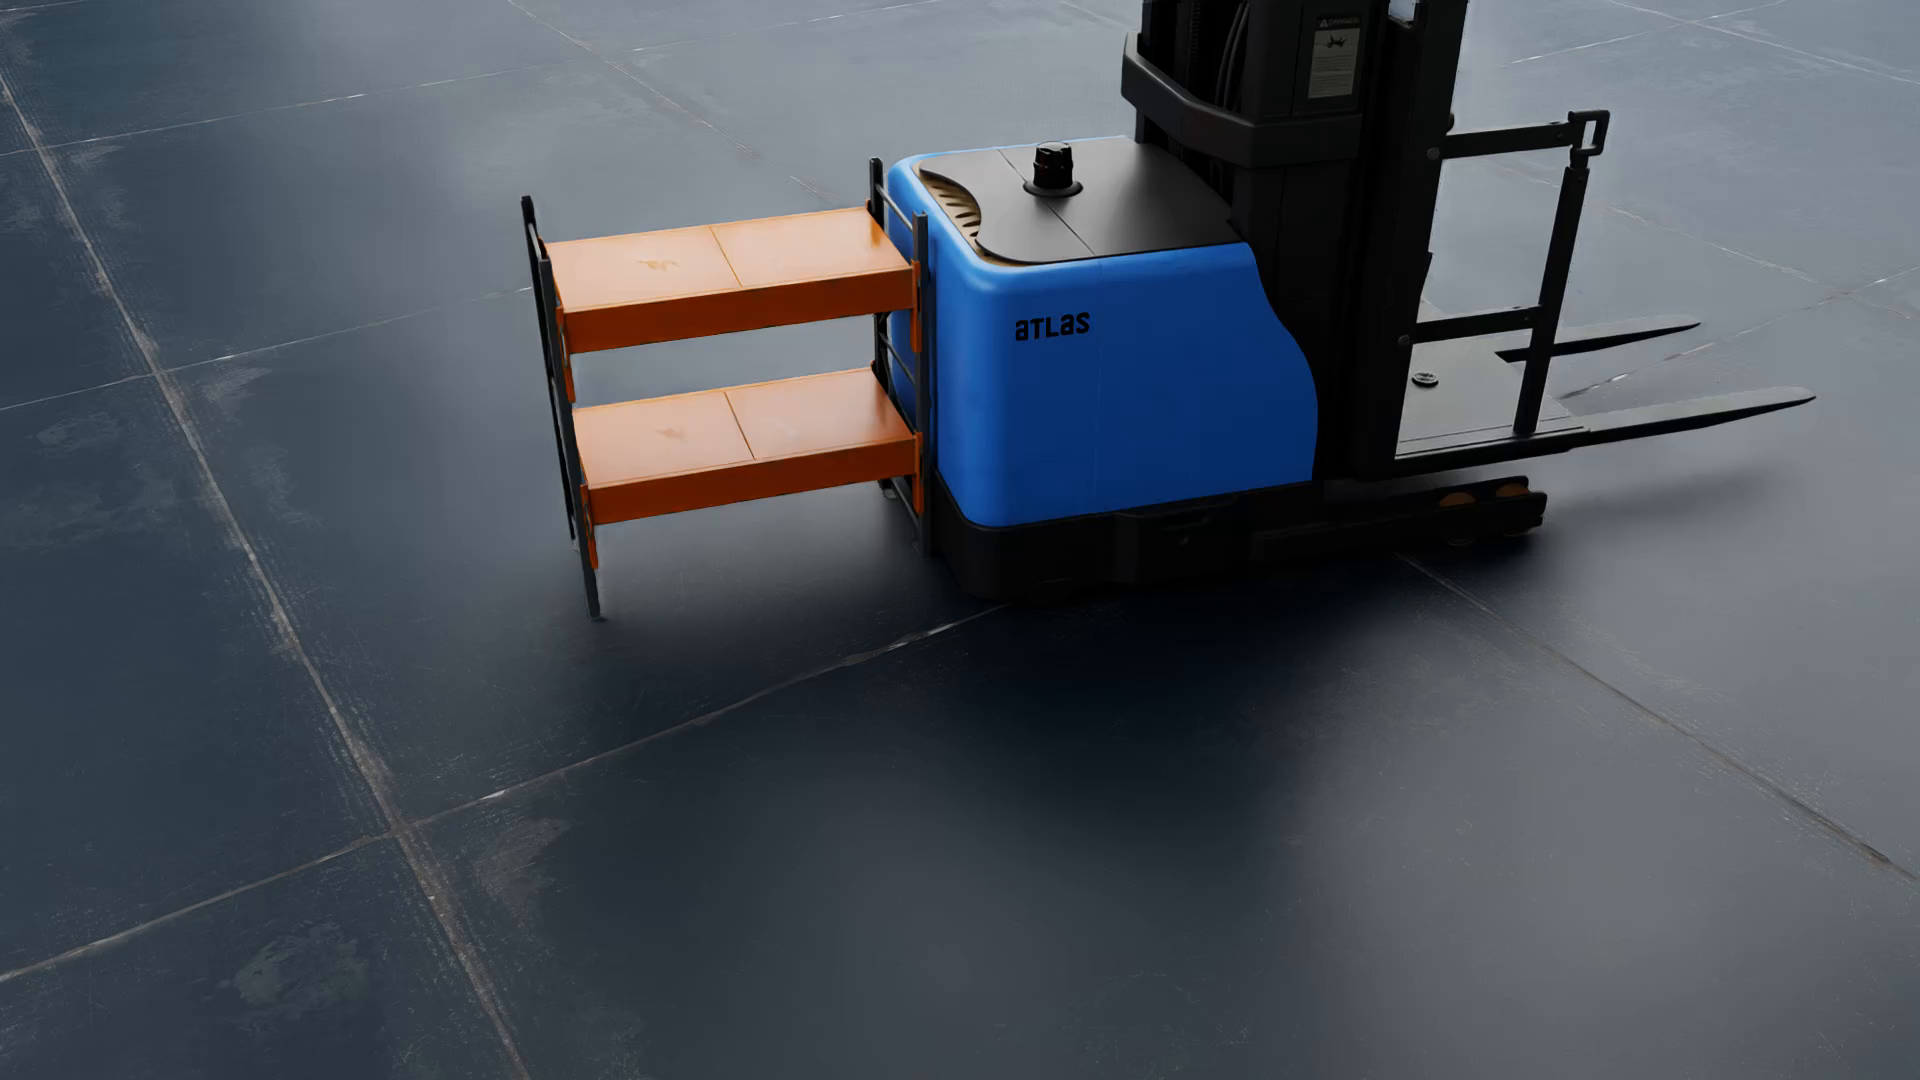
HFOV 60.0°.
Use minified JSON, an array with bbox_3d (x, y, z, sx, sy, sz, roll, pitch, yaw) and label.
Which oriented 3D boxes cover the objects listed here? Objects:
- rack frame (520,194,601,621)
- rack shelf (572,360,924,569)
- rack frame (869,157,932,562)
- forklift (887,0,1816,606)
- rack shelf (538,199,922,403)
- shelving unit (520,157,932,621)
[{"bbox_3d":[-1.146,-0.369,4.780,0.032,1.125,0.500,-10,34,-15],"label":"rack frame"},{"bbox_3d":[-0.663,-0.246,5.044,1.000,0.278,0.538,-10,34,-15],"label":"rack shelf"},{"bbox_3d":[-0.179,-0.537,5.047,0.032,1.125,0.500,-10,34,-15],"label":"rack frame"},{"bbox_3d":[1.339,-1.482,4.853,3.031,2.935,1.130,-9,33,-14],"label":"forklift"},{"bbox_3d":[-0.663,-0.700,4.757,1.000,0.278,0.538,-10,34,-15],"label":"rack shelf"},{"bbox_3d":[-0.663,-0.453,4.913,1.048,1.125,0.538,-10,34,-15],"label":"shelving unit"}]
